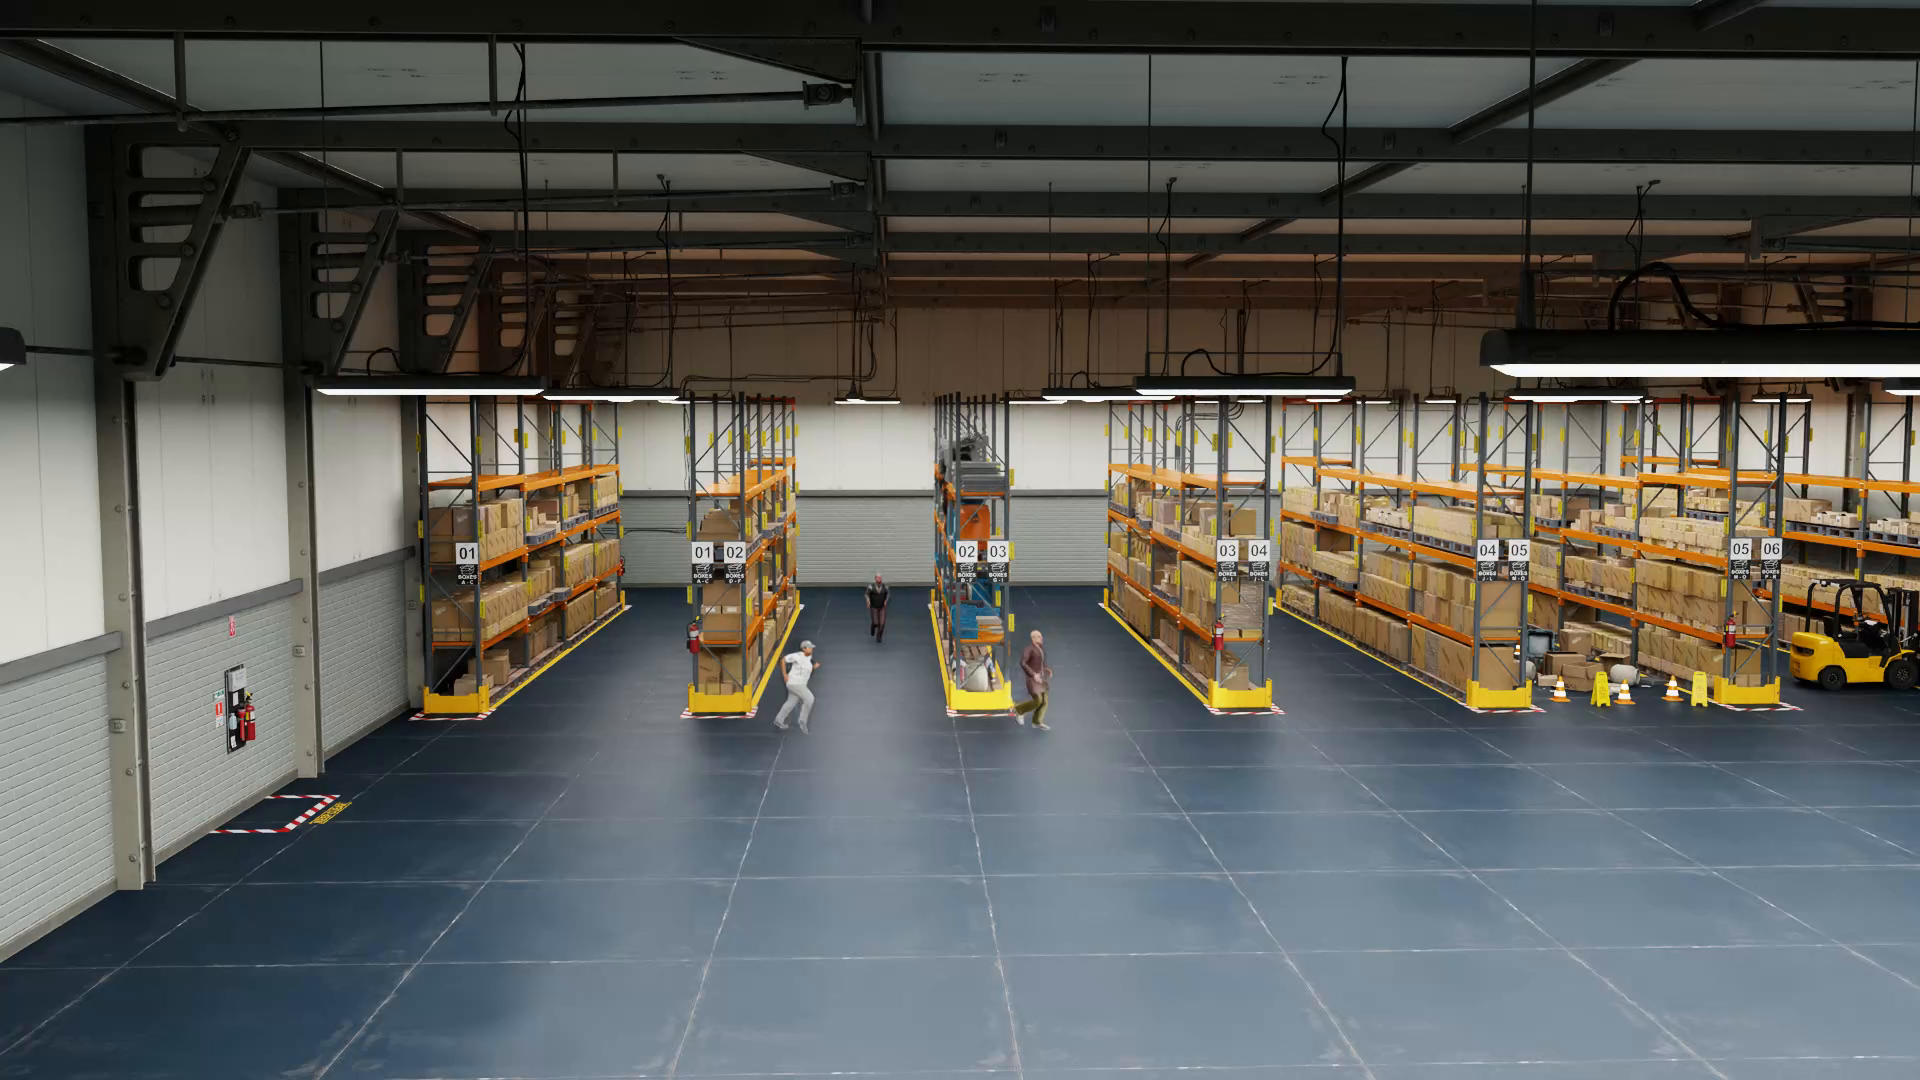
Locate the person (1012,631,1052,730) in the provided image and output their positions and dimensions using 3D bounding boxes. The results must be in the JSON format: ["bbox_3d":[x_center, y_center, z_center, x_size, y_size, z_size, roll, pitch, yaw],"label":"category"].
[{"bbox_3d":[1.301,2.491,29.622,0.696,1.746,0.737,3,5,29],"label":"person"}]

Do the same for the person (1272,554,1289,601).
[{"bbox_3d":[9.541,0.983,49.003,0.574,1.673,0.702,-1,5,-9],"label":"person"}]

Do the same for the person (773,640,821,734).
[{"bbox_3d":[-2.878,2.572,29.258,0.879,1.639,0.596,1,5,15],"label":"person"}]

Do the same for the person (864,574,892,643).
[{"bbox_3d":[-1.983,1.656,40.405,0.658,1.676,0.583,-1,5,-11],"label":"person"}]
